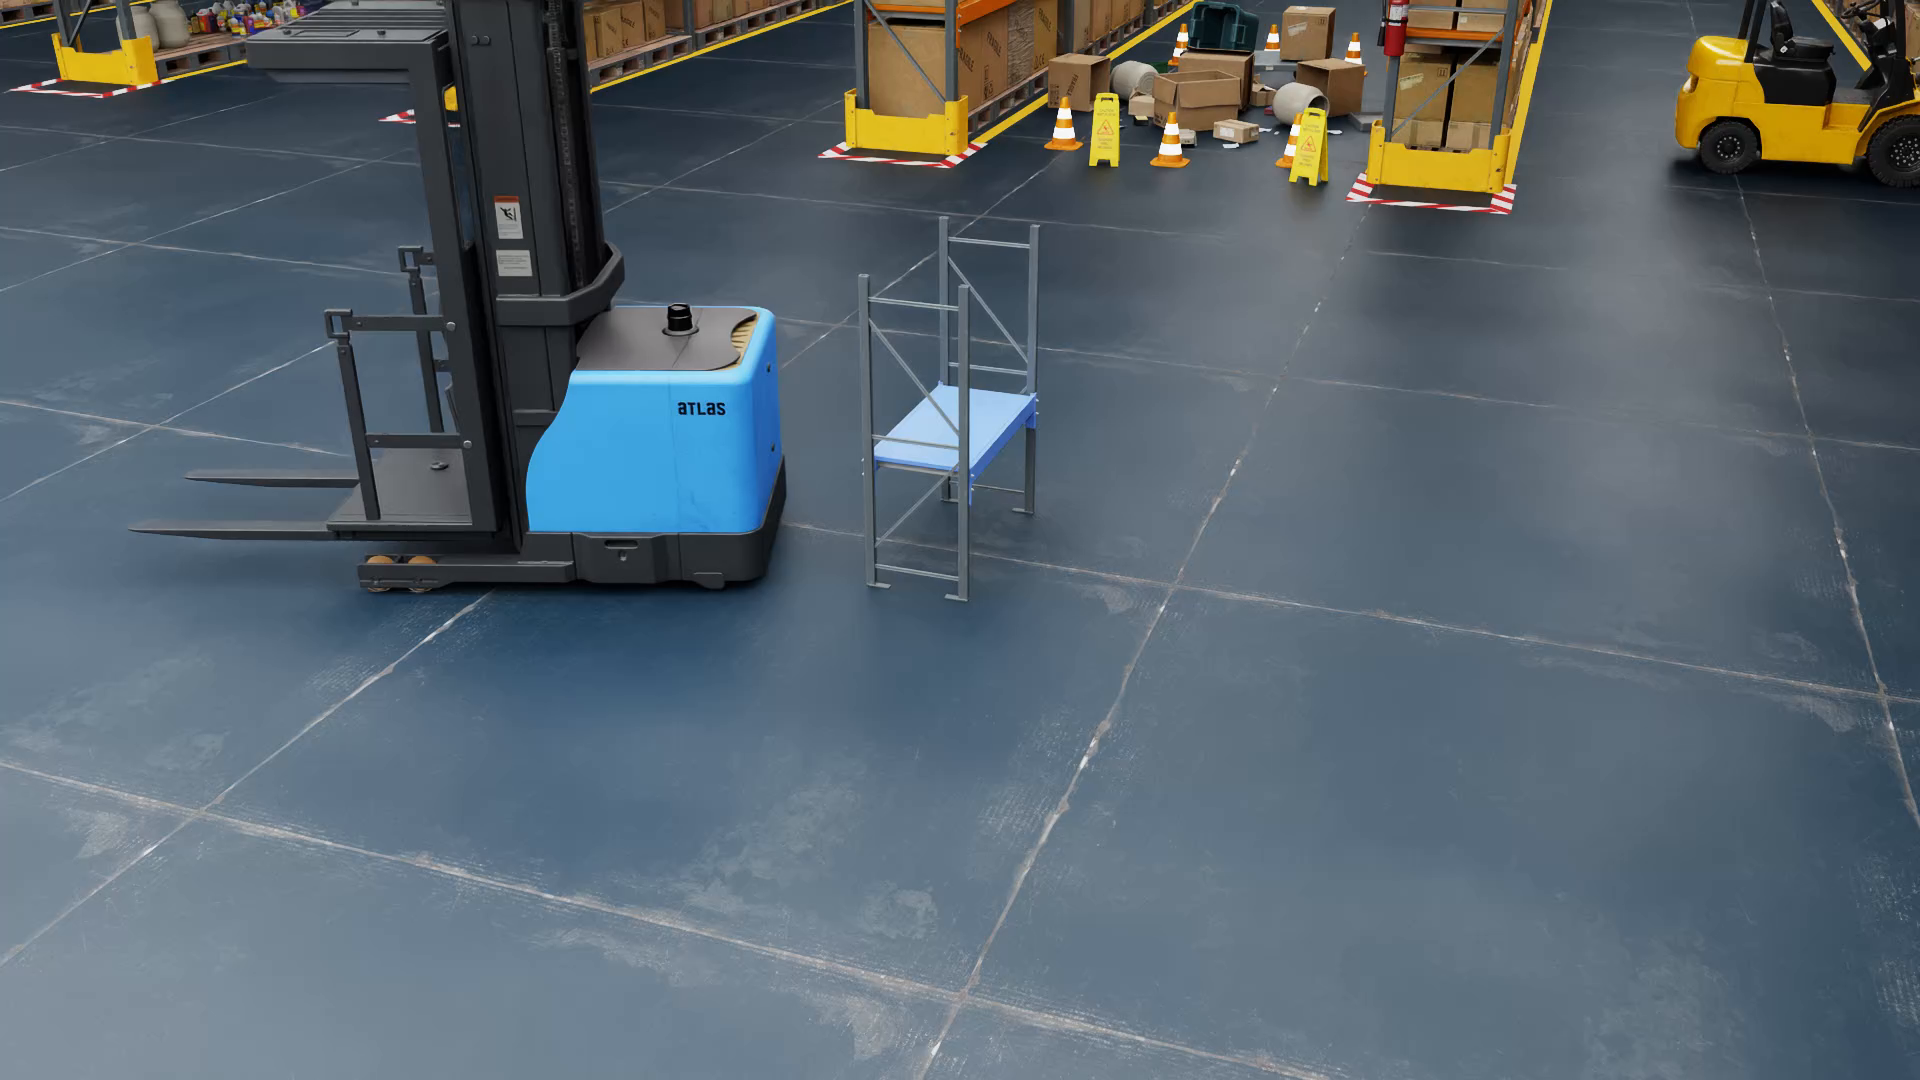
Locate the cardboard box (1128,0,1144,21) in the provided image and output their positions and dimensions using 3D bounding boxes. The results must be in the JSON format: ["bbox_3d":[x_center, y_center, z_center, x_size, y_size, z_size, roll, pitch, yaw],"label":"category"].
[{"bbox_3d":[1.867,-7.388,22.166,1.050,0.750,0.750,8,27,17],"label":"cardboard box"}]

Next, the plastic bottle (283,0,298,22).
[{"bbox_3d":[-8.605,-6.772,21.329,0.144,0.351,0.185,9,27,17],"label":"plastic bottle"}]

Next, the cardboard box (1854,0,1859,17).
[{"bbox_3d":[12.158,-7.171,22.005,0.500,0.500,0.500,8,27,16],"label":"cardboard box"}]

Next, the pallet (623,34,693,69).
[{"bbox_3d":[-4.011,-6.029,20.461,1.003,0.211,1.213,9,27,17],"label":"pallet"}]

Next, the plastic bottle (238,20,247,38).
[{"bbox_3d":[-8.890,-6.321,20.570,0.097,0.201,0.097,0,26,0],"label":"plastic bottle"}]

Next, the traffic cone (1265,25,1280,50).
[{"bbox_3d":[3.771,-5.964,20.036,0.336,0.463,0.334,9,27,17],"label":"traffic cone"}]

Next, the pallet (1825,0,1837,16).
[{"bbox_3d":[13.098,-7.725,23.962,1.003,0.211,1.213,9,27,17],"label":"pallet"}]

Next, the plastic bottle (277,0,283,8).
[{"bbox_3d":[-8.992,-7.040,21.960,0.061,0.283,0.133,9,27,17],"label":"plastic bottle"}]

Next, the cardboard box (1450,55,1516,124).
[{"bbox_3d":[4.730,-4.075,15.037,0.500,0.500,0.500,8,27,16],"label":"cardboard box"}]

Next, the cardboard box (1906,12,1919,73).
[{"bbox_3d":[10.884,-5.374,18.149,0.875,0.625,0.625,8,27,15],"label":"cardboard box"}]

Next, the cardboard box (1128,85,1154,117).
[{"bbox_3d":[1.988,-4.601,17.448,0.396,0.266,0.258,14,29,26],"label":"cardboard box"}]

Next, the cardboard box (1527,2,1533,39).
[{"bbox_3d":[6.658,-6.548,20.865,0.950,0.372,0.625,7,27,14],"label":"cardboard box"}]

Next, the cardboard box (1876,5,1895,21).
[{"bbox_3d":[11.476,-6.323,20.254,0.500,0.500,0.500,10,27,19],"label":"cardboard box"}]

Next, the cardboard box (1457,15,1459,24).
[{"bbox_3d":[4.572,-4.587,14.570,0.380,0.149,0.250,9,27,18],"label":"cardboard box"}]

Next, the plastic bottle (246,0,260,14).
[{"bbox_3d":[-9.214,-6.941,21.678,0.144,0.351,0.185,8,27,15],"label":"plastic bottle"}]

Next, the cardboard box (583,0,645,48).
[{"bbox_3d":[-4.175,-6.235,20.071,0.500,0.500,0.500,19,32,34],"label":"cardboard box"}]

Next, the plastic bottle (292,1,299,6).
[{"bbox_3d":[-8.645,-6.882,21.642,0.152,0.276,0.135,9,27,17],"label":"plastic bottle"}]

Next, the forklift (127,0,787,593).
[{"bbox_3d":[-2.414,-1.304,7.581,3.031,2.935,1.130,0,26,1],"label":"forklift"}]

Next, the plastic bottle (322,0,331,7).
[{"bbox_3d":[-8.340,-7.014,21.906,0.061,0.283,0.133,10,28,20],"label":"plastic bottle"}]

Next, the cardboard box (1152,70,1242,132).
[{"bbox_3d":[2.391,-4.450,16.864,0.797,0.503,0.637,-9,27,-18],"label":"cardboard box"}]

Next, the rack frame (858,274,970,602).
[{"bbox_3d":[-0.198,-0.431,7.419,0.500,1.500,0.032,9,27,17],"label":"rack frame"}]

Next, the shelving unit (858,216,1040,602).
[{"bbox_3d":[-0.028,-0.640,7.851,0.538,1.500,1.048,9,27,17],"label":"shelving unit"}]

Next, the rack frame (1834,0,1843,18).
[{"bbox_3d":[12.869,-8.698,22.772,1.000,3.000,0.127,9,27,17],"label":"rack frame"}]

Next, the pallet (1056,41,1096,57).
[{"bbox_3d":[1.009,-5.878,20.148,1.003,0.211,1.213,9,27,17],"label":"pallet"}]

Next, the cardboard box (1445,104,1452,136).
[{"bbox_3d":[4.389,-4.019,15.782,0.500,0.250,0.500,9,27,18],"label":"cardboard box"}]

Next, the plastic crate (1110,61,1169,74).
[{"bbox_3d":[2.001,-5.304,18.923,0.662,0.188,0.450,-20,23,-36],"label":"plastic crate"}]

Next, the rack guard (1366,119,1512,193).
[{"bbox_3d":[4.219,-3.391,14.680,1.175,0.500,0.348,9,27,17],"label":"rack guard"}]

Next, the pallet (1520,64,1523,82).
[{"bbox_3d":[5.783,-5.194,18.735,1.003,0.211,1.213,9,27,17],"label":"pallet"}]

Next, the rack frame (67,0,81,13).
[{"bbox_3d":[-13.161,-9.004,23.404,1.000,3.000,0.127,9,27,17],"label":"rack frame"}]

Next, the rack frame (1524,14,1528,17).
[{"bbox_3d":[5.525,-6.129,17.466,1.000,3.000,0.127,9,27,17],"label":"rack frame"}]

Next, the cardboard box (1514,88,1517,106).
[{"bbox_3d":[5.240,-4.369,16.506,0.500,0.250,0.500,9,27,18],"label":"cardboard box"}]

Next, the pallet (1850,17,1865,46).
[{"bbox_3d":[12.230,-6.600,21.639,1.003,0.211,1.213,9,27,17],"label":"pallet"}]

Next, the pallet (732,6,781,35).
[{"bbox_3d":[-3.158,-7.134,22.742,1.003,0.211,1.213,9,27,17],"label":"pallet"}]

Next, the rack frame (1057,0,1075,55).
[{"bbox_3d":[0.823,-6.805,18.862,1.000,3.000,0.127,9,27,17],"label":"rack frame"}]

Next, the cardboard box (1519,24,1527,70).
[{"bbox_3d":[5.413,-4.926,16.795,0.500,0.500,0.500,9,27,18],"label":"cardboard box"}]

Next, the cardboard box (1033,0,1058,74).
[{"bbox_3d":[0.548,-5.789,18.721,0.875,0.875,0.875,9,27,18],"label":"cardboard box"}]

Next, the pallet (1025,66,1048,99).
[{"bbox_3d":[0.496,-5.249,18.848,1.003,0.211,1.213,9,27,17],"label":"pallet"}]

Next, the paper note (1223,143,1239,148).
[{"bbox_3d":[2.631,-3.826,16.116,0.148,0.019,0.142,0,26,-1],"label":"paper note"}]

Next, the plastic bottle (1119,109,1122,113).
[{"bbox_3d":[1.566,-4.536,17.548,0.283,0.061,0.133,0,26,-1],"label":"plastic bottle"}]

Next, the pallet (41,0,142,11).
[{"bbox_3d":[-12.952,-8.057,24.649,1.003,0.211,1.213,9,27,17],"label":"pallet"}]

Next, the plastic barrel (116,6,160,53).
[{"bbox_3d":[-9.675,-5.991,19.554,0.421,0.512,0.421,0,26,0],"label":"plastic barrel"}]

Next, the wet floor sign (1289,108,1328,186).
[{"bbox_3d":[3.121,-3.502,14.743,0.267,0.644,0.232,20,32,35],"label":"wet floor sign"}]

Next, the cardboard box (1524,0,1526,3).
[{"bbox_3d":[4.782,-5.031,14.744,0.500,0.500,0.500,10,27,19],"label":"cardboard box"}]

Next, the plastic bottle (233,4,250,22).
[{"bbox_3d":[-9.207,-6.721,21.310,0.152,0.276,0.135,9,27,17],"label":"plastic bottle"}]

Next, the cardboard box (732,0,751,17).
[{"bbox_3d":[-3.234,-7.311,22.271,0.700,0.500,0.500,6,27,13],"label":"cardboard box"}]

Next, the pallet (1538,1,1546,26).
[{"bbox_3d":[7.597,-7.330,23.147,1.003,0.211,1.213,9,27,17],"label":"pallet"}]

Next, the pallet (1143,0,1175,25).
[{"bbox_3d":[2.416,-7.514,23.528,1.003,0.211,1.213,9,27,17],"label":"pallet"}]

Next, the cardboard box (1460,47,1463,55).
[{"bbox_3d":[4.559,-4.562,16.043,0.500,0.500,0.500,8,27,16],"label":"cardboard box"}]

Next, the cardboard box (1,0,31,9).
[{"bbox_3d":[-13.285,-7.529,23.031,0.500,0.250,0.500,9,27,17],"label":"cardboard box"}]

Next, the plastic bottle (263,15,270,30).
[{"bbox_3d":[-8.745,-6.501,20.942,0.097,0.201,0.097,0,26,0],"label":"plastic bottle"}]

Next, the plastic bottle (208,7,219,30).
[{"bbox_3d":[-9.469,-6.587,21.033,0.152,0.276,0.135,8,27,16],"label":"plastic bottle"}]
